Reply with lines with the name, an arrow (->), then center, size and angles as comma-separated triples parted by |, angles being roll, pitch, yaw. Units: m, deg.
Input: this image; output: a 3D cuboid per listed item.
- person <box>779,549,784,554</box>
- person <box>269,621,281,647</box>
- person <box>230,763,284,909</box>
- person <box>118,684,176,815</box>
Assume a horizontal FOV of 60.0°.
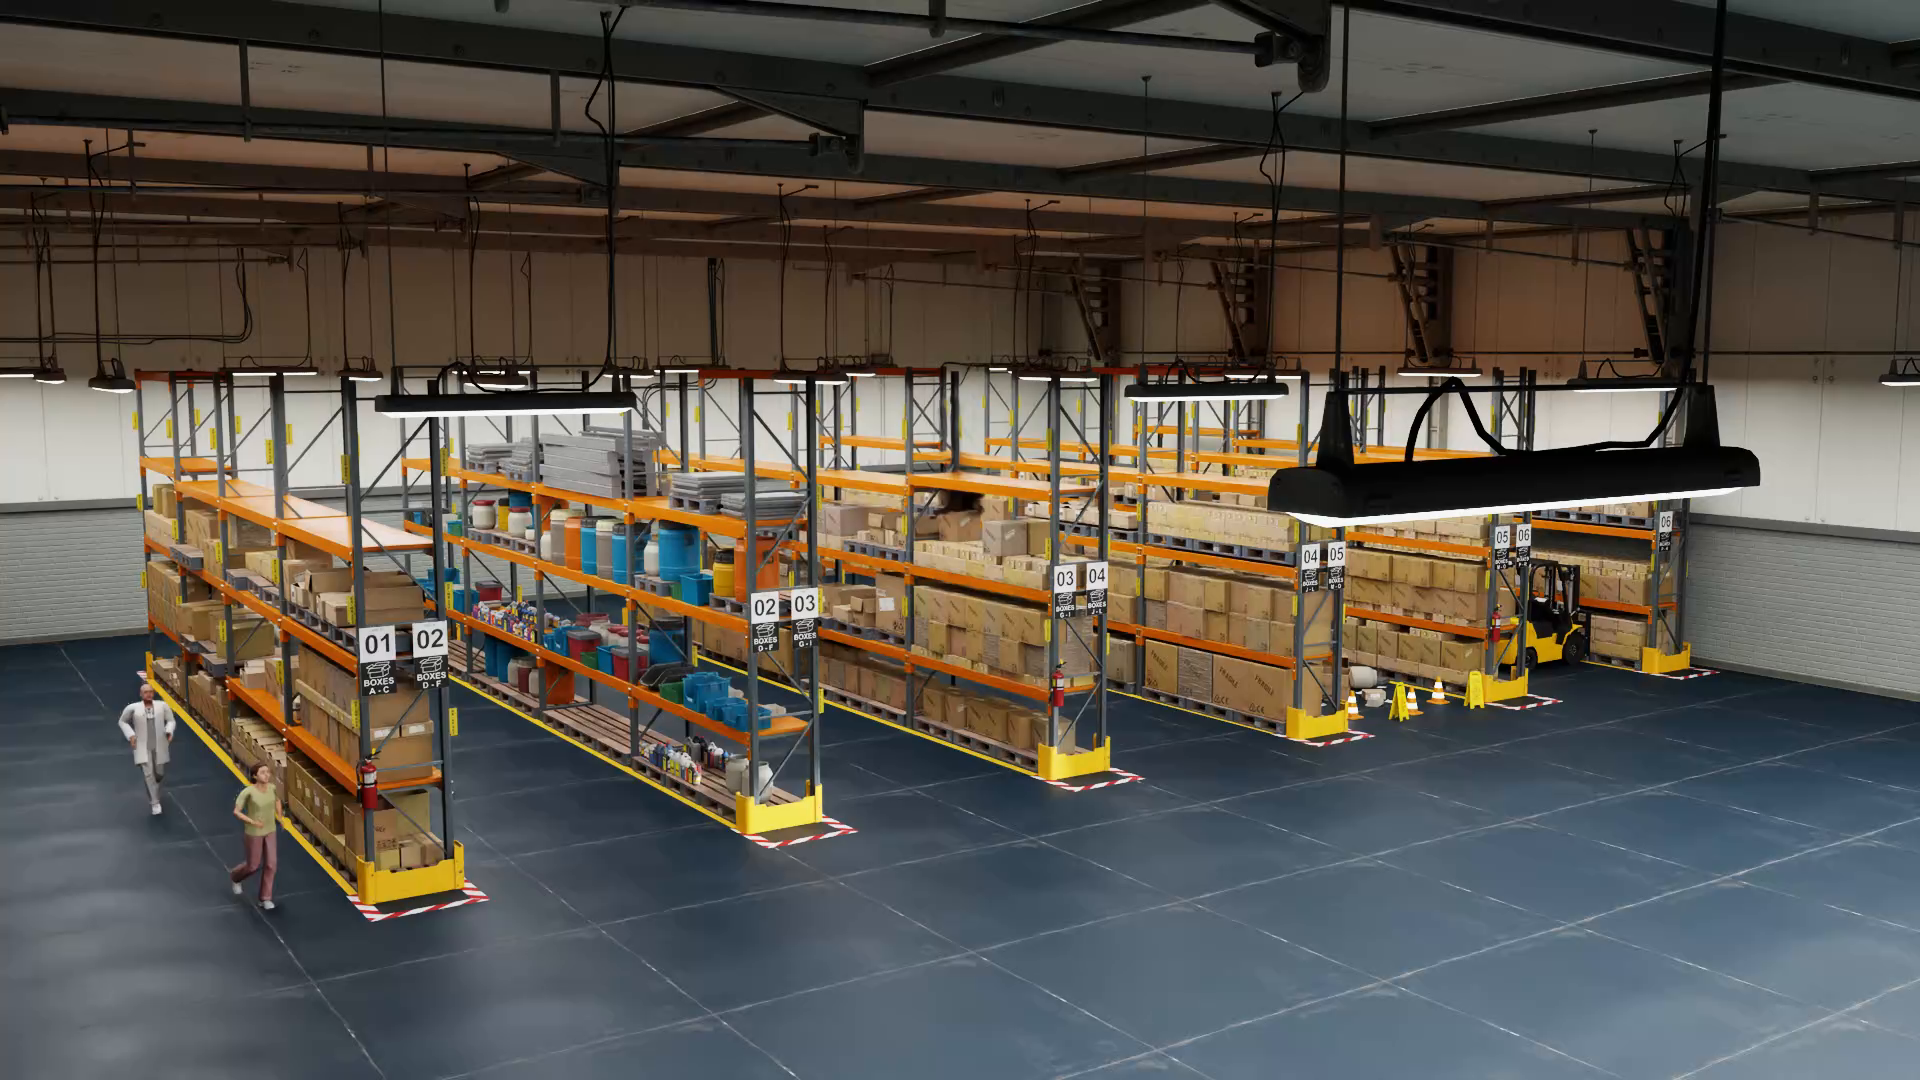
person -> -4.444, 0.998, 40.355 | 0.693, 1.583, 0.947 | 0, 6, 2
person -> -14.007, 1.729, 33.570 | 0.942, 1.666, 0.631 | 3, 7, 25
person -> -8.040, 3.363, 19.133 | 0.801, 1.640, 0.620 | 5, 8, 37
person -> -11.262, 2.868, 23.099 | 0.711, 1.759, 0.865 | -4, 8, -34
